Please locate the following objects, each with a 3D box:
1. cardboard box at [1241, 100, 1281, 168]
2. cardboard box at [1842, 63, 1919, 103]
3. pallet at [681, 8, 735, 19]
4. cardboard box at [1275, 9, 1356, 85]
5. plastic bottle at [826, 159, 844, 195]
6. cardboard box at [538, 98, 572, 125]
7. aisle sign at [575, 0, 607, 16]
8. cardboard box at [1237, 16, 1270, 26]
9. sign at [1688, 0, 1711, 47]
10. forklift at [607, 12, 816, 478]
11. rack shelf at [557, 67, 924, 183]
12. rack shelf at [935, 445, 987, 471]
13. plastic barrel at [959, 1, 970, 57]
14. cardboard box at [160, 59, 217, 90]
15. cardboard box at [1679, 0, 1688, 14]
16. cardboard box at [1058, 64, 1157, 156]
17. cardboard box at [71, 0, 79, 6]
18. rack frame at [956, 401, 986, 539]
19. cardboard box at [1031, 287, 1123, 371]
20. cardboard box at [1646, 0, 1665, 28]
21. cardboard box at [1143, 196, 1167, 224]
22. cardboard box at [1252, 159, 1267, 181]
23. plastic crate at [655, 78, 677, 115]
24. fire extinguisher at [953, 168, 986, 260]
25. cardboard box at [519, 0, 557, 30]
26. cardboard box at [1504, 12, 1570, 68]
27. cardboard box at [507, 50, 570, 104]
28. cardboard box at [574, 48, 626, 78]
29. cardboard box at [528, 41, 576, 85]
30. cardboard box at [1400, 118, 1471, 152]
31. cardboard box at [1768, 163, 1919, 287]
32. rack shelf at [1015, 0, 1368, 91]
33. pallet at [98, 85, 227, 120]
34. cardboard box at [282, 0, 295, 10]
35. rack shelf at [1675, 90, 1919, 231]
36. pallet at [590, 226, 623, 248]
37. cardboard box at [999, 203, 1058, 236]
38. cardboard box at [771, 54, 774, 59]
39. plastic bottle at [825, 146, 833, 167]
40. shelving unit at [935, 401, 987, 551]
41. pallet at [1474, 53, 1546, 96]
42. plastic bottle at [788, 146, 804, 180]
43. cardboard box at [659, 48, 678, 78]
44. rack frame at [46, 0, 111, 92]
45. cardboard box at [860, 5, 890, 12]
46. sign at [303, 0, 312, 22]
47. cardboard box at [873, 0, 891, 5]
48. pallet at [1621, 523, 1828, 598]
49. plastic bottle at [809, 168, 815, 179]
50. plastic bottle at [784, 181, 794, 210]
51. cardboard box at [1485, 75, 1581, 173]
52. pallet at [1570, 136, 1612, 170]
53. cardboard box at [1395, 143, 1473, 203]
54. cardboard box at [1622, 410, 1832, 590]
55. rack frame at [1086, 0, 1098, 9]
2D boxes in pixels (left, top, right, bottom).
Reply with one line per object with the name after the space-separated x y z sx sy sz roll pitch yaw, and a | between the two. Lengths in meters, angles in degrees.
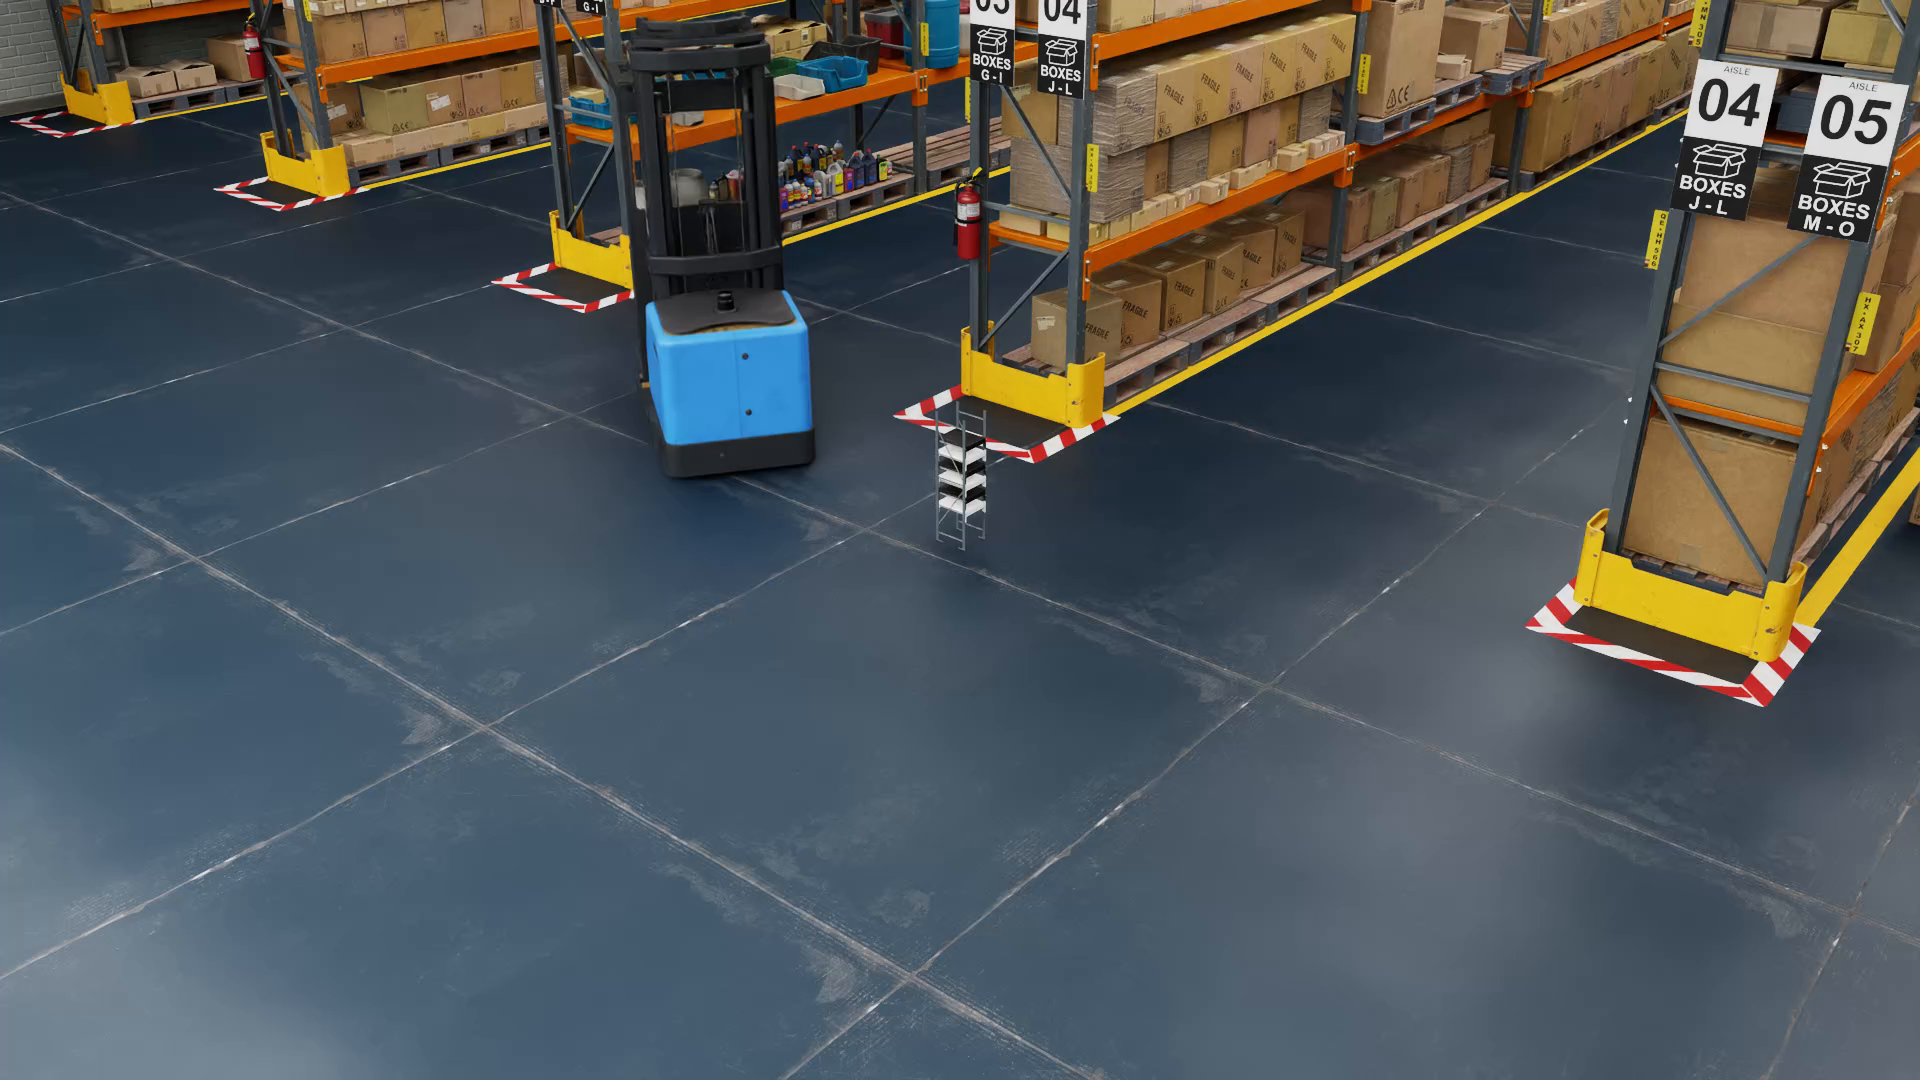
2.120 -3.432 13.687 0.875 0.500 0.500 21 34 34 | cardboard box
4.723 -2.347 8.465 0.380 0.149 0.250 21 34 35 | cardboard box
-4.547 -8.982 27.882 1.003 0.211 1.213 21 34 34 | pallet
2.965 -4.151 13.990 0.500 0.500 0.500 21 34 34 | cardboard box
-1.297 -3.742 17.123 0.144 0.351 0.185 21 34 34 | plastic bottle
-5.054 -5.230 20.131 0.500 0.250 0.500 21 34 34 | cardboard box
-3.147 -4.844 14.019 0.394 0.787 0.004 21 34 34 | aisle sign
2.240 -4.129 13.945 0.500 0.500 0.500 21 34 34 | cardboard box
3.848 -2.721 8.603 0.100 0.325 0.005 21 34 34 | sign
-1.901 -2.389 12.179 1.130 2.935 3.031 -7 28 -14 | forklift
-2.055 -4.190 16.367 1.077 0.370 4.000 21 34 34 | rack shelf
0.005 -0.533 10.481 0.258 0.077 0.200 21 34 34 | rack shelf
-0.005 -5.554 18.073 0.433 0.535 0.433 0 27 0 | plastic barrel
-10.099 -6.118 21.759 0.500 0.311 0.500 24 36 38 | cardboard box
8.740 -6.596 20.510 0.380 0.149 0.250 19 33 33 | cardboard box
1.055 -3.089 11.935 0.500 0.500 0.500 21 34 34 | cardboard box
-10.824 -6.860 20.888 0.500 0.250 0.500 21 34 35 | cardboard box
0.070 -0.439 10.618 0.240 0.900 0.006 21 34 34 | rack frame
0.905 -1.645 12.930 0.500 0.500 0.500 -21 34 -35 | cardboard box
8.041 -6.406 19.760 0.500 0.500 0.500 21 34 35 | cardboard box
1.348 -2.534 12.658 0.380 0.149 0.250 21 34 34 | cardboard box
2.296 -3.068 13.690 0.380 0.149 0.250 21 34 34 | cardboard box
-2.822 -4.228 15.819 0.499 0.251 0.408 21 34 34 | plastic crate
0.067 -2.412 12.233 0.296 0.674 0.183 21 34 34 | fire extinguisher
-5.210 -6.364 19.678 0.700 0.500 0.500 20 34 34 | cardboard box
6.103 -5.326 17.672 0.500 0.500 0.500 22 35 36 | cardboard box
-5.056 -5.564 19.959 0.500 0.500 0.500 21 34 34 | cardboard box
-4.566 -6.109 21.220 0.500 0.311 0.500 21 34 34 | cardboard box
-5.139 -5.893 20.596 0.500 0.500 0.500 21 34 34 | cardboard box
4.851 -4.170 16.972 0.500 0.250 0.500 -24 36 -38 | cardboard box
5.264 -1.914 9.848 0.875 0.550 0.550 21 34 34 | cardboard box
1.767 -4.075 12.880 1.077 0.370 4.000 21 34 34 | rack shelf
-10.379 -5.762 21.658 1.003 0.211 1.213 21 34 34 | pallet
-7.051 -5.773 17.830 0.380 0.149 0.250 20 33 34 | cardboard box
5.530 -2.589 10.009 1.077 0.370 4.000 21 34 34 | rack shelf
-2.794 -2.889 16.104 1.003 0.211 1.213 21 34 34 | pallet
0.517 -2.402 12.403 0.380 0.149 0.250 21 34 34 | cardboard box
-2.852 -6.432 22.454 0.500 0.250 0.500 22 34 36 | cardboard box
-1.426 -4.069 17.828 0.061 0.283 0.133 21 34 34 | plastic bottle
0.005 -0.403 10.549 0.258 0.900 0.210 21 34 34 | shelving unit
5.212 -4.820 17.012 1.213 0.211 1.003 21 34 34 | pallet
-1.736 -4.005 17.632 0.144 0.351 0.185 19 33 32 | plastic bottle
-3.825 -6.131 21.263 0.500 0.311 0.500 20 34 34 | cardboard box
-10.972 -6.696 20.428 1.000 3.000 0.127 21 34 34 | rack frame
-1.220 -7.436 24.101 0.500 0.500 0.500 19 33 33 | cardboard box
-6.722 -5.505 17.098 0.100 0.325 0.005 21 34 34 | sign
-1.315 -7.754 24.716 0.500 0.500 0.500 19 33 33 | cardboard box
4.706 0.065 10.395 1.003 0.211 1.213 21 34 34 | pallet
-1.486 -3.687 17.089 0.061 0.283 0.133 21 34 34 | plastic bottle
-1.715 -3.457 16.659 0.097 0.271 0.097 0 27 0 | plastic bottle
6.038 -4.670 18.369 1.225 0.875 0.875 19 33 32 | cardboard box
6.919 -4.639 19.487 1.003 0.211 1.213 21 34 34 | pallet
4.830 -3.830 17.131 0.700 0.500 0.500 18 32 30 | cardboard box
4.638 -0.370 10.056 0.875 0.875 0.875 21 34 35 | cardboard box
0.495 -5.017 10.655 1.000 3.000 0.127 21 34 34 | rack frame
